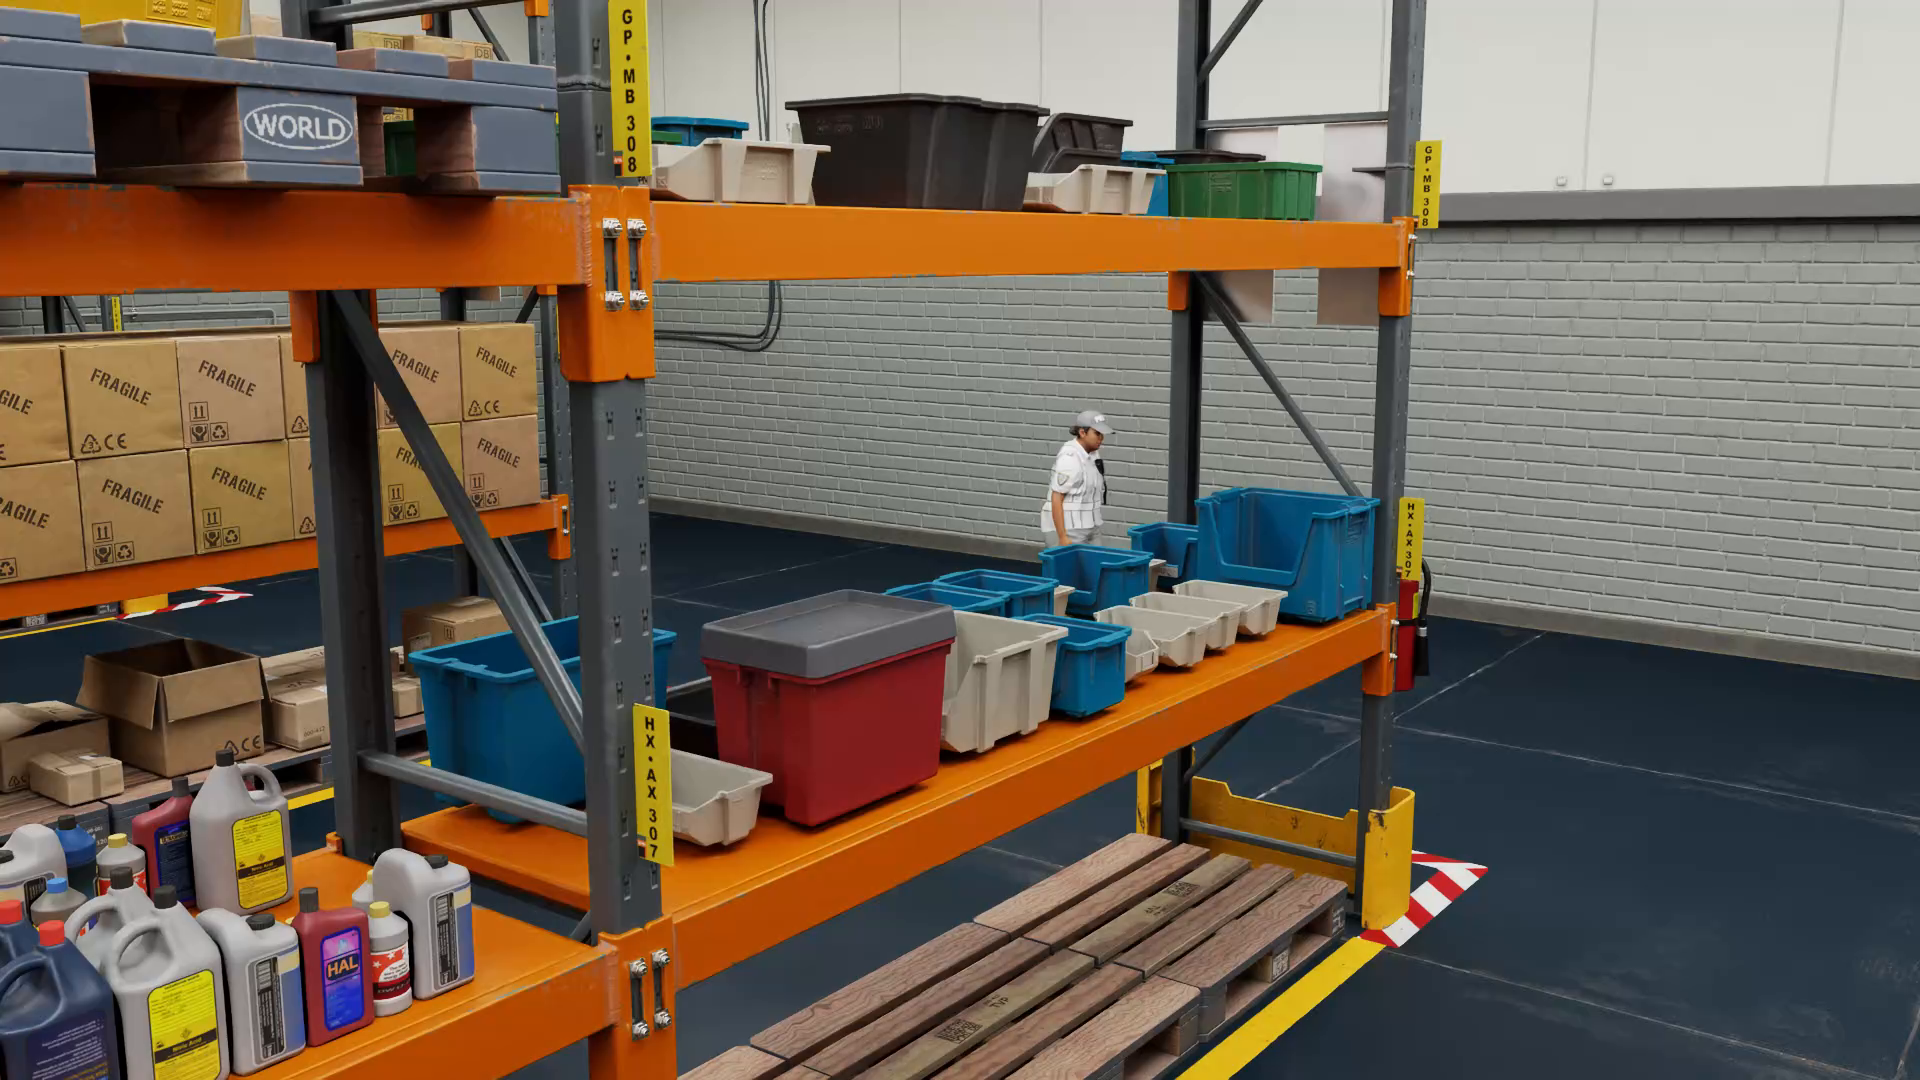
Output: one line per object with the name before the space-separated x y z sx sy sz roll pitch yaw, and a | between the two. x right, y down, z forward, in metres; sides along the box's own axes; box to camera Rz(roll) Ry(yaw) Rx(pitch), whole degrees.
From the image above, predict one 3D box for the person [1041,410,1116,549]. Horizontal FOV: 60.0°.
person | 0.793 -0.037 11.095 0.467 1.665 0.554 6 12 33
